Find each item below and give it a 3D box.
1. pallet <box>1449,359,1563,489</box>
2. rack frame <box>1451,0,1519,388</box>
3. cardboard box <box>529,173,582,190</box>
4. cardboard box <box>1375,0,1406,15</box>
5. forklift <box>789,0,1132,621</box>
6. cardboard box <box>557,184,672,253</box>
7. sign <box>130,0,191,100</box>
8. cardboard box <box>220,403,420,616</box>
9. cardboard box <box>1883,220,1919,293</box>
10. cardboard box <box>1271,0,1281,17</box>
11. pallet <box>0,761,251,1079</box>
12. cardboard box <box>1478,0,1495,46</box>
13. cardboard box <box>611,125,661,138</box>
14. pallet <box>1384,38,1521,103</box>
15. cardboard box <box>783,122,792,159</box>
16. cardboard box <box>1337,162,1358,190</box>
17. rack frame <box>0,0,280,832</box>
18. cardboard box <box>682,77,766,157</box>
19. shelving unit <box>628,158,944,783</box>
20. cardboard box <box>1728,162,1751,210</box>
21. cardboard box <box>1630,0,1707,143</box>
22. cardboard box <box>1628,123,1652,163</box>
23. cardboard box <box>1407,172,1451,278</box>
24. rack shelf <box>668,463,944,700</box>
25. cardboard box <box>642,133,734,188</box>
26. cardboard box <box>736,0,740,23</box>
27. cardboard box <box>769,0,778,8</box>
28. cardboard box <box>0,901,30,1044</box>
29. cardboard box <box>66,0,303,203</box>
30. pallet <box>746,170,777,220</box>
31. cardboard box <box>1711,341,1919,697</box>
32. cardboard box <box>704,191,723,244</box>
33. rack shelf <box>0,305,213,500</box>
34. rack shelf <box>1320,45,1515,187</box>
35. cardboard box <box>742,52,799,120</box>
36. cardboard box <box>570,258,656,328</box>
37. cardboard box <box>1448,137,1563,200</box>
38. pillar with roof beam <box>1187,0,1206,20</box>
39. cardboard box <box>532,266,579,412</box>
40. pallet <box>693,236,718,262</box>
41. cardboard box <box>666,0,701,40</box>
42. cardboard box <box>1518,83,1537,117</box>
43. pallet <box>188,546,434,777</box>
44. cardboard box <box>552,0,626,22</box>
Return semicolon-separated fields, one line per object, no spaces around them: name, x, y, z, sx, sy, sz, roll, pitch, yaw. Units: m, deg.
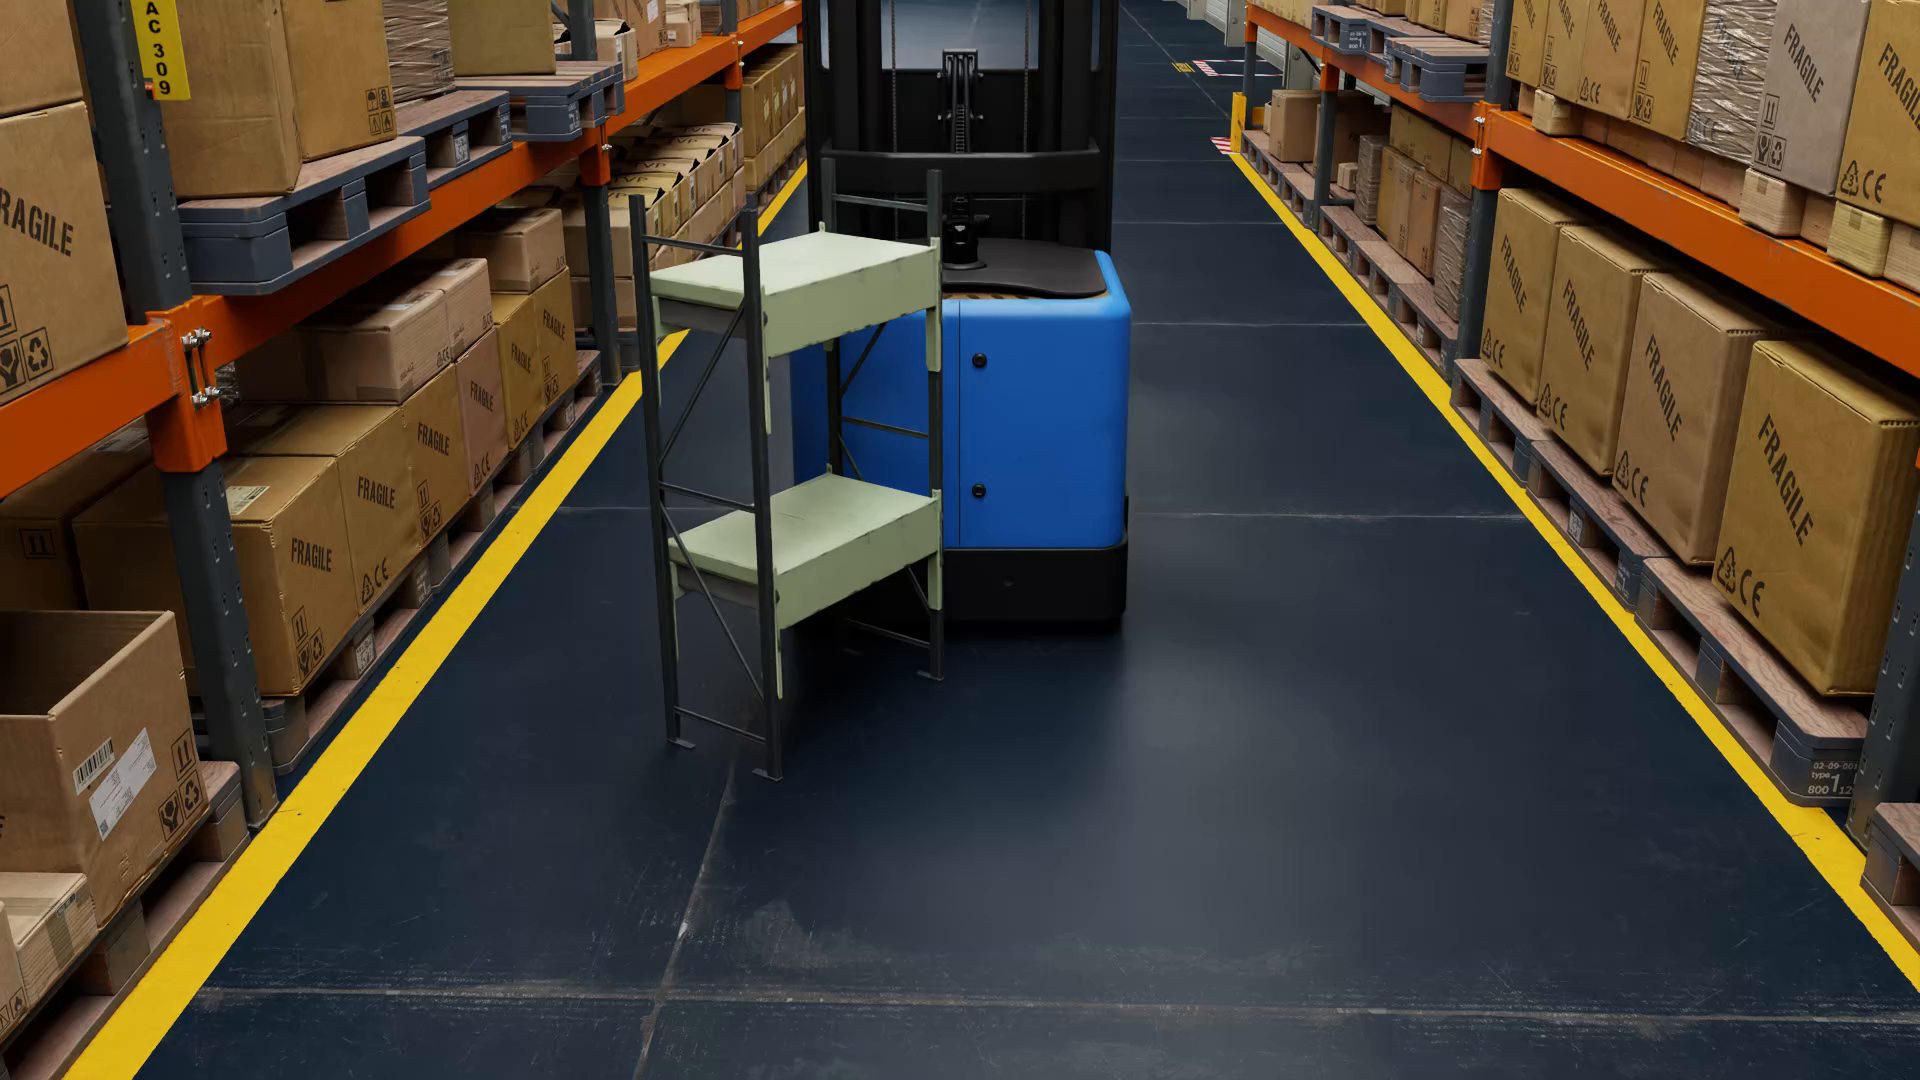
pallet;2.728;-0.506;7.042;1.003;0.211;1.213;1;21;2
rack frame;2.828;-2.090;7.270;1.000;3.000;0.127;1;21;2
cardboard box;-2.327;-1.881;9.176;0.500;0.311;0.500;0;21;1
cardboard box;2.875;-3.403;9.906;0.700;0.500;0.500;3;21;7
forklift;0.001;-1.594;6.086;1.130;2.935;3.031;0;21;0
cardboard box;-1.807;-1.695;8.696;0.500;0.311;0.500;0;21;0
sign;-1.703;-1.098;3.514;0.100;0.325;0.005;1;21;2
cardboard box;-1.982;-0.102;4.993;0.500;0.500;0.500;1;21;2
cardboard box;2.433;-0.662;3.907;0.380;0.149;0.250;1;21;2
cardboard box;2.698;-4.195;12.872;0.500;0.250;0.500;1;21;2
pallet;-2.267;0.851;3.544;1.003;0.211;1.213;1;21;2
cardboard box;2.832;-2.512;7.610;0.700;0.500;0.500;-2;21;-5
cardboard box;-2.264;-2.618;11.076;0.500;0.311;0.500;1;21;2
pallet;2.743;-2.260;7.971;1.213;0.211;1.003;1;21;2
cardboard box;-1.635;-3.210;13.377;0.500;0.250;0.500;1;21;2
cardboard box;2.935;-2.615;11.929;0.380;0.166;0.250;-2;21;-5
rack frame;-2.246;-0.697;3.679;1.000;3.000;0.127;1;21;2
cardboard box;-1.675;-3.018;11.843;0.500;0.500;0.500;1;21;2
shelving unit;-0.428;-0.211;4.500;0.431;1.500;0.755;14;25;32
cardboard box;2.493;-1.030;4.857;0.380;0.149;0.250;1;21;2
cardboard box;2.507;-1.555;5.313;0.500;0.500;0.500;1;21;3
cardboard box;2.575;-1.401;5.812;0.380;0.149;0.250;1;21;2
cardboard box;2.916;-1.756;9.255;0.700;0.500;0.500;1;21;1
rack shelf;-0.428;0.093;4.618;0.431;0.370;0.720;14;25;32
cardboard box;-1.738;-2.427;10.584;0.500;0.311;0.500;1;21;3
cardboard box;-1.986;-3.988;12.021;0.700;0.500;0.500;0;21;1
cardboard box;-1.919;-4.724;13.919;0.700;0.500;0.500;1;21;3
cardboard box;-2.002;0.831;2.848;0.500;0.311;0.500;1;21;2
cardboard box;-2.008;-1.108;4.020;0.700;0.500;0.500;-7;22;-17
pallet;-1.936;-2.577;12.378;1.003;0.211;1.213;1;21;2
cardboard box;2.596;-0.074;4.465;0.750;0.750;0.750;1;21;2
cardboard box;-1.757;-1.983;10.213;0.500;0.250;0.500;1;21;3
rack shelf;-2.306;0.361;1.946;1.077;0.370;4.000;1;21;2
rack shelf;2.888;-2.478;9.264;1.077;0.370;4.000;1;21;2
cardboard box;-1.615;-3.741;13.707;0.500;0.500;0.500;1;21;2
cardboard box;-1.815;-1.244;8.308;0.500;0.250;0.500;1;21;1
cardboard box;2.877;-1.946;8.708;0.500;0.250;0.500;1;21;3
pillar with roof beam;0.159;-14.073;29.858;9.100;9.000;0.400;1;21;2
cardboard box;-1.918;-0.843;6.901;0.500;0.500;0.500;1;21;4
pallet;-2.020;-1.581;9.811;1.003;0.211;1.213;1;21;2
cardboard box;-1.974;-3.341;10.701;0.500;0.250;0.500;2;21;5
cardboard box;2.586;-1.866;7.011;0.380;0.149;0.250;0;21;1
pallet;-2.259;0.308;4.943;1.003;0.211;1.213;1;21;2
cardboard box;-2.089;-2.797;8.953;0.500;0.500;0.500;0;21;-1
